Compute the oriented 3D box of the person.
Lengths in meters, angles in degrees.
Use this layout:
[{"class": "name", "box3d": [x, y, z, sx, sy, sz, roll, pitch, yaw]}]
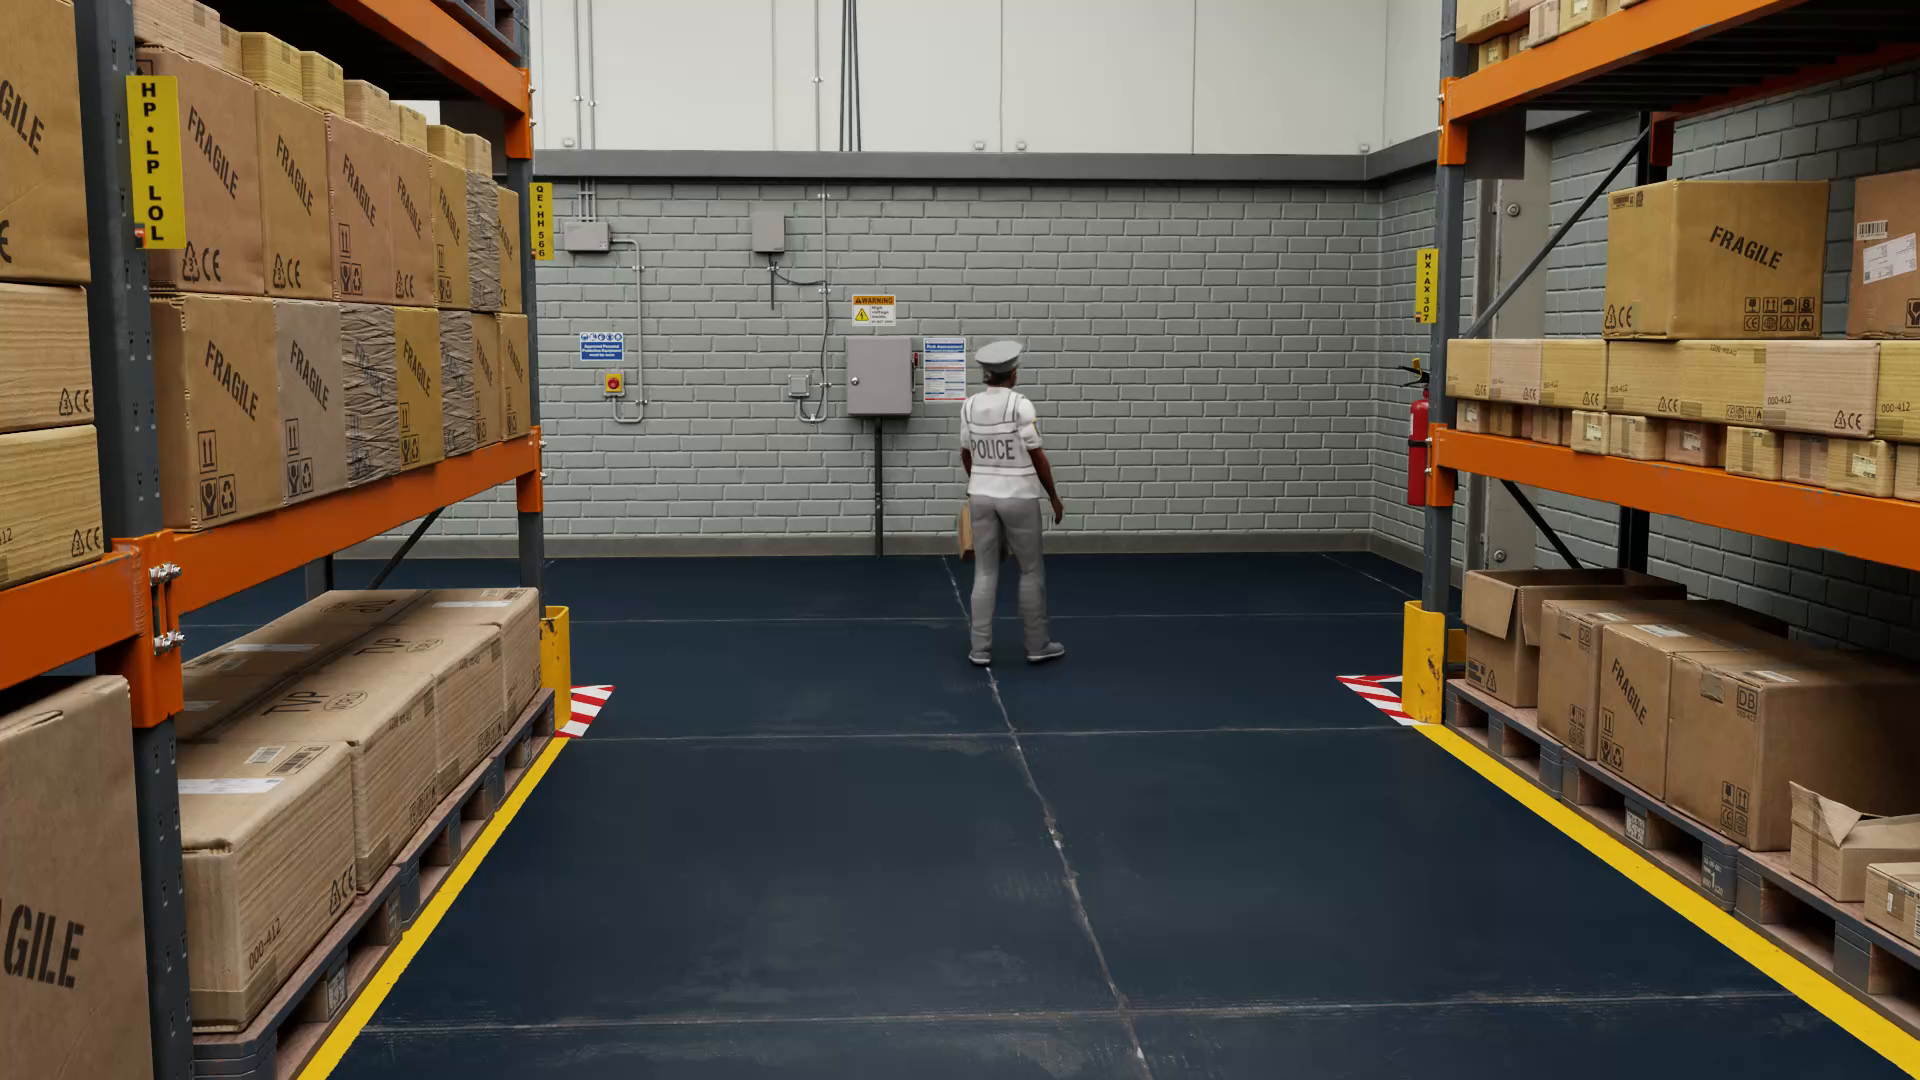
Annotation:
[{"class": "person", "box3d": [0.271, -0.204, 8.740, 0.524, 1.687, 0.542, 4, 8, 28]}]
